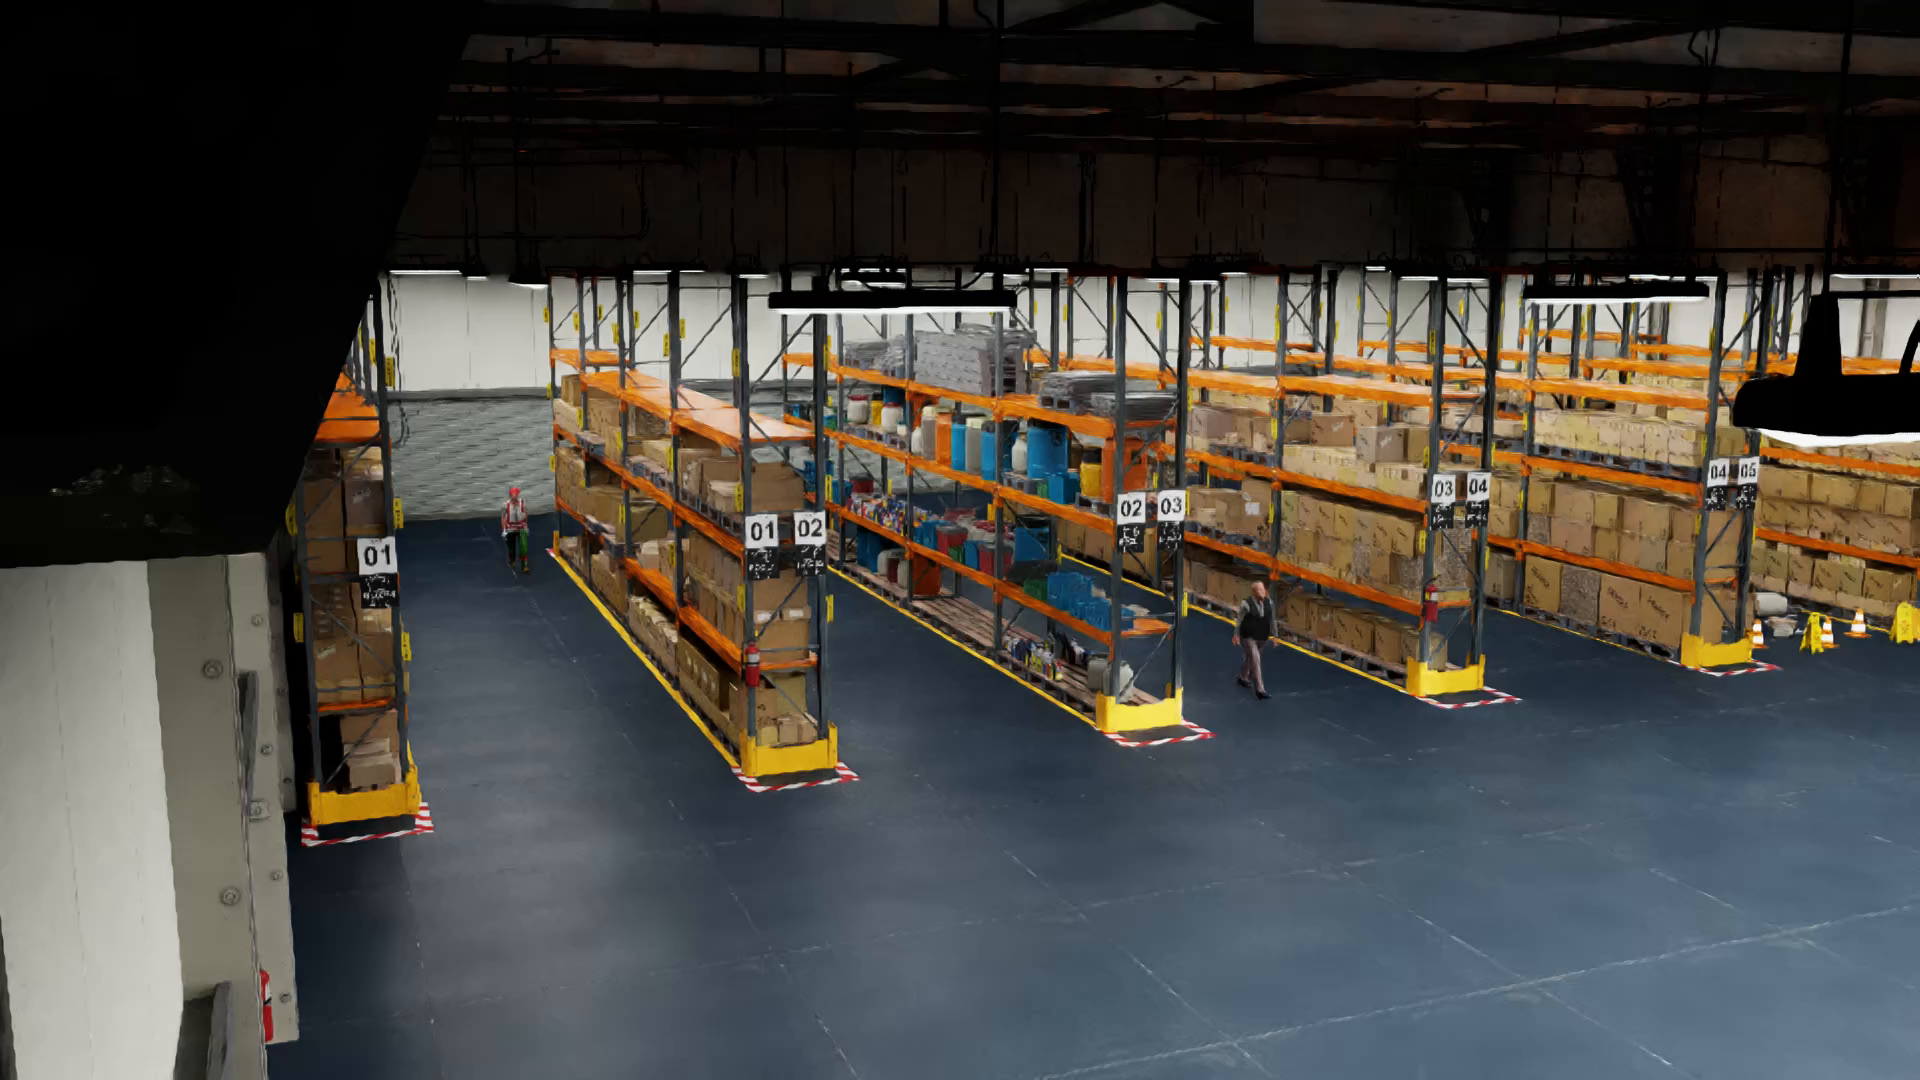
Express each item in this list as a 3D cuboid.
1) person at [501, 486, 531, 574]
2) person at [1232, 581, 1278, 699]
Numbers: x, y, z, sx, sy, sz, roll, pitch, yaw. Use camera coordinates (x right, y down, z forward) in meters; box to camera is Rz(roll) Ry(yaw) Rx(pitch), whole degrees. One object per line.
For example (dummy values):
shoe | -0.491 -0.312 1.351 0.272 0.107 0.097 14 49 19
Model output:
person | -8.789 -0.220 32.889 0.553 1.709 1.123 -3 10 -19
person | 4.256 1.399 23.830 0.553 1.669 1.030 -4 11 -22
